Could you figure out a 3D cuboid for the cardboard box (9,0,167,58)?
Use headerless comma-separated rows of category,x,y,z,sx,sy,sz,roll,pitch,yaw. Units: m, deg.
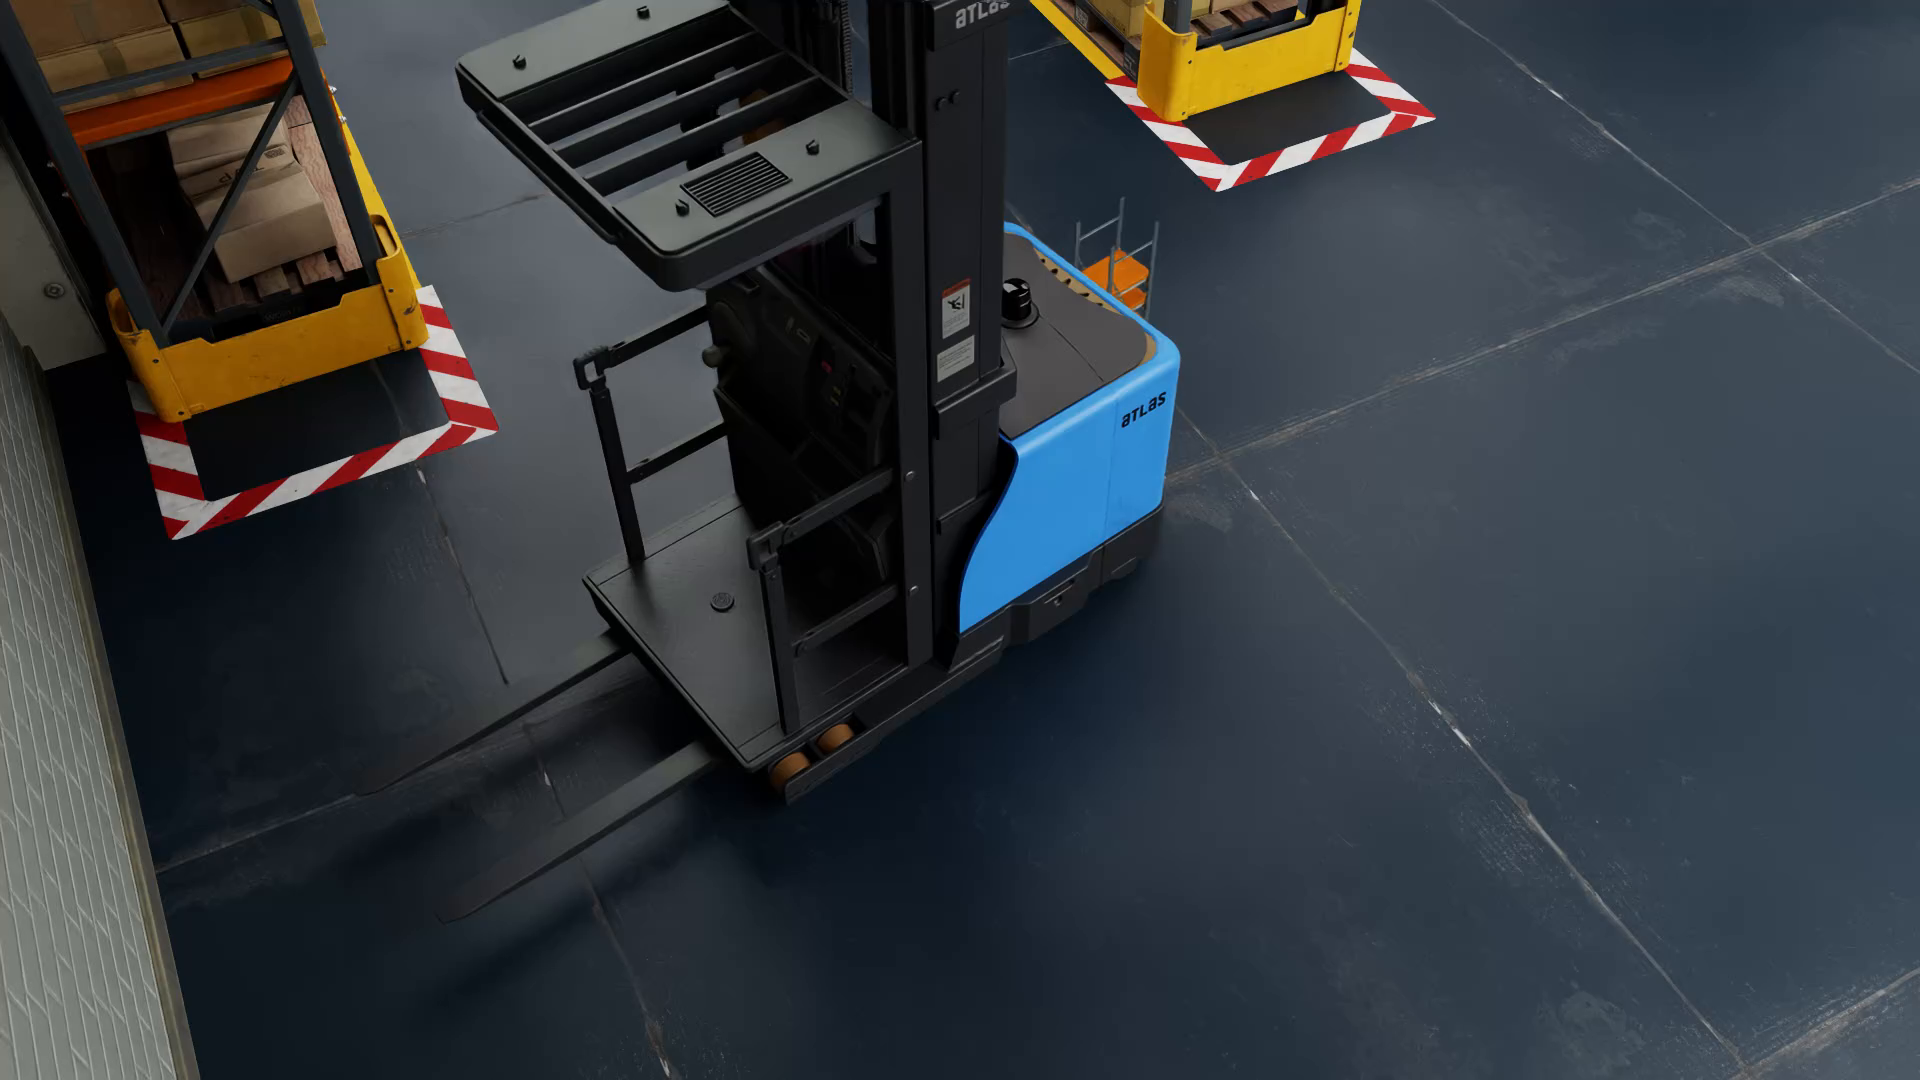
cardboard box,-3.322,-2.179,6.144,0.500,0.500,0.500,-22,52,-18

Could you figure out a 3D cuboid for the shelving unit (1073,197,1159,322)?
shelving unit,0.574,-0.763,6.513,0.258,1.200,0.189,-33,56,-25

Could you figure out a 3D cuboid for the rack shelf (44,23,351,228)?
rack shelf,-3.832,-2.835,7.607,1.077,0.370,4.000,-21,52,-18

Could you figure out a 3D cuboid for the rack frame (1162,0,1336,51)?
rack frame,1.486,-3.442,7.660,1.000,3.000,0.127,-21,52,-18

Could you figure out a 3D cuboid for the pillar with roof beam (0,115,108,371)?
pillar with roof beam,-0.178,-5.361,5.353,9.100,9.000,0.400,-21,52,-18

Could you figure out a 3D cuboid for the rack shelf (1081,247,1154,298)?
rack shelf,0.574,-0.971,6.275,0.258,0.103,0.180,-33,56,-25

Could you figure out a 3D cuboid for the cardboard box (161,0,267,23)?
cardboard box,-2.868,-2.360,6.302,0.500,0.500,0.500,-21,52,-17

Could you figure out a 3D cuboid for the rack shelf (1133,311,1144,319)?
rack shelf,0.574,-0.813,6.456,0.258,0.103,0.180,-33,56,-25

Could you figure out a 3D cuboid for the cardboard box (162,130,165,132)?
cardboard box,-3.706,-2.439,8.151,0.700,0.500,0.500,-24,53,-20

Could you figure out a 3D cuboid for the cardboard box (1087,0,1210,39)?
cardboard box,0.978,-2.932,8.762,0.500,0.250,0.500,-21,52,-18

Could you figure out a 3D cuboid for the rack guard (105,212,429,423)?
rack guard,-2.952,-0.961,7.151,1.175,0.500,0.348,-21,52,-18

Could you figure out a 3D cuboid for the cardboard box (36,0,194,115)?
cardboard box,-3.303,-1.936,6.430,0.500,0.250,0.500,-20,52,-17

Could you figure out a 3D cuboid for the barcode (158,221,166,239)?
barcode,-3.517,-1.364,7.331,0.001,0.075,0.075,-21,52,-18

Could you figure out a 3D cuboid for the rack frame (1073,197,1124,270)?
rack frame,0.515,-0.815,6.559,0.240,1.200,0.006,-33,56,-25

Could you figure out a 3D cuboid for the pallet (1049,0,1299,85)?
pallet,1.099,-3.021,9.145,1.003,0.211,1.213,-21,52,-18

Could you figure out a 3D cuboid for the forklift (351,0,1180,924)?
forklift,-0.675,-0.510,5.142,3.031,2.935,1.130,-31,56,-24

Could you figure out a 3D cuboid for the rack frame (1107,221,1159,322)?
rack frame,0.633,-0.710,6.467,0.240,1.200,0.006,-33,56,-25

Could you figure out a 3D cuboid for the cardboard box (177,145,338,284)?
cardboard box,-3.153,-1.487,7.444,0.500,0.311,0.500,-27,54,-21

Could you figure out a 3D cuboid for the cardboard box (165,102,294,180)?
cardboard box,-3.414,-1.868,7.778,0.500,0.311,0.500,-17,51,-15

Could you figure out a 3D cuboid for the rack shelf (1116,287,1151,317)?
rack shelf,0.574,-0.892,6.366,0.258,0.103,0.180,-33,56,-25

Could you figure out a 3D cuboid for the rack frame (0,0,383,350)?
rack frame,-2.917,-1.733,6.166,1.000,3.000,0.127,-21,52,-18

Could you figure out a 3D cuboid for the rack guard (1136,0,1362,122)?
rack guard,1.497,-2.603,8.587,1.175,0.500,0.348,-21,52,-18

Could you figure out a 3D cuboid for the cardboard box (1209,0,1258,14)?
cardboard box,1.438,-3.110,8.918,0.500,0.250,0.500,-21,52,-18

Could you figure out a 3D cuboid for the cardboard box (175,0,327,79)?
cardboard box,-2.858,-2.126,6.596,0.500,0.250,0.500,-23,53,-19

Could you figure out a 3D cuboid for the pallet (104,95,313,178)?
pallet,-3.846,-2.237,8.459,1.003,0.211,1.213,-21,52,-18

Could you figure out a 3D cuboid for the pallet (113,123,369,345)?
pallet,-3.292,-1.422,7.746,1.003,0.211,1.213,-21,52,-18
